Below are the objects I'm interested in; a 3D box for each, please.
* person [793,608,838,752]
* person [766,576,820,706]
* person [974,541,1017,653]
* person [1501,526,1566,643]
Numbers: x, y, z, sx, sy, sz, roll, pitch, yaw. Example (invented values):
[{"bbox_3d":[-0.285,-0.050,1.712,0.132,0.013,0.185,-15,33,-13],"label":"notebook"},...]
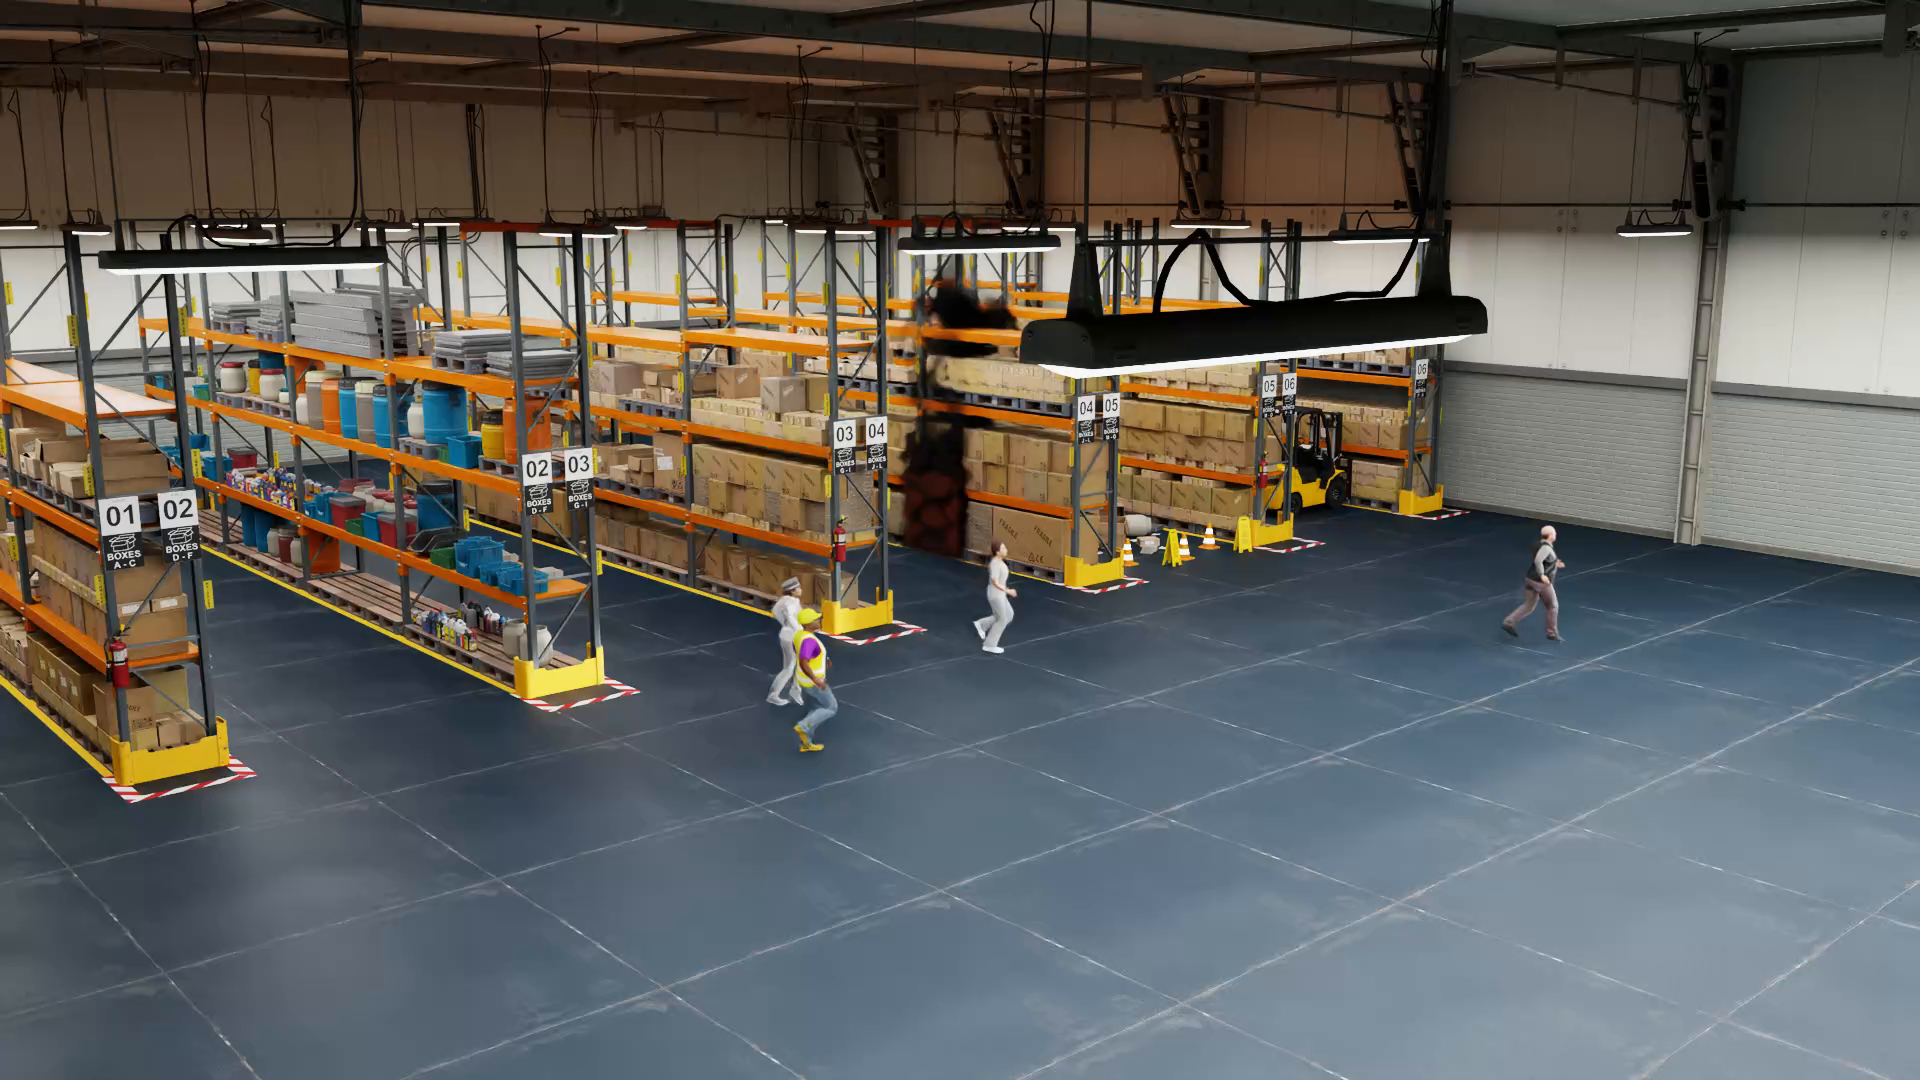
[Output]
[{"bbox_3d":[-1.704,1.635,19.418,0.576,1.720,0.698,-5,12,-22],"label":"person"},{"bbox_3d":[-2.132,1.313,21.199,0.705,1.746,0.628,-1,12,-7],"label":"person"},{"bbox_3d":[0.515,0.805,23.822,0.633,1.635,0.586,1,11,6],"label":"person"},{"bbox_3d":[8.430,0.650,24.301,0.953,1.731,0.617,-2,12,-8],"label":"person"}]
